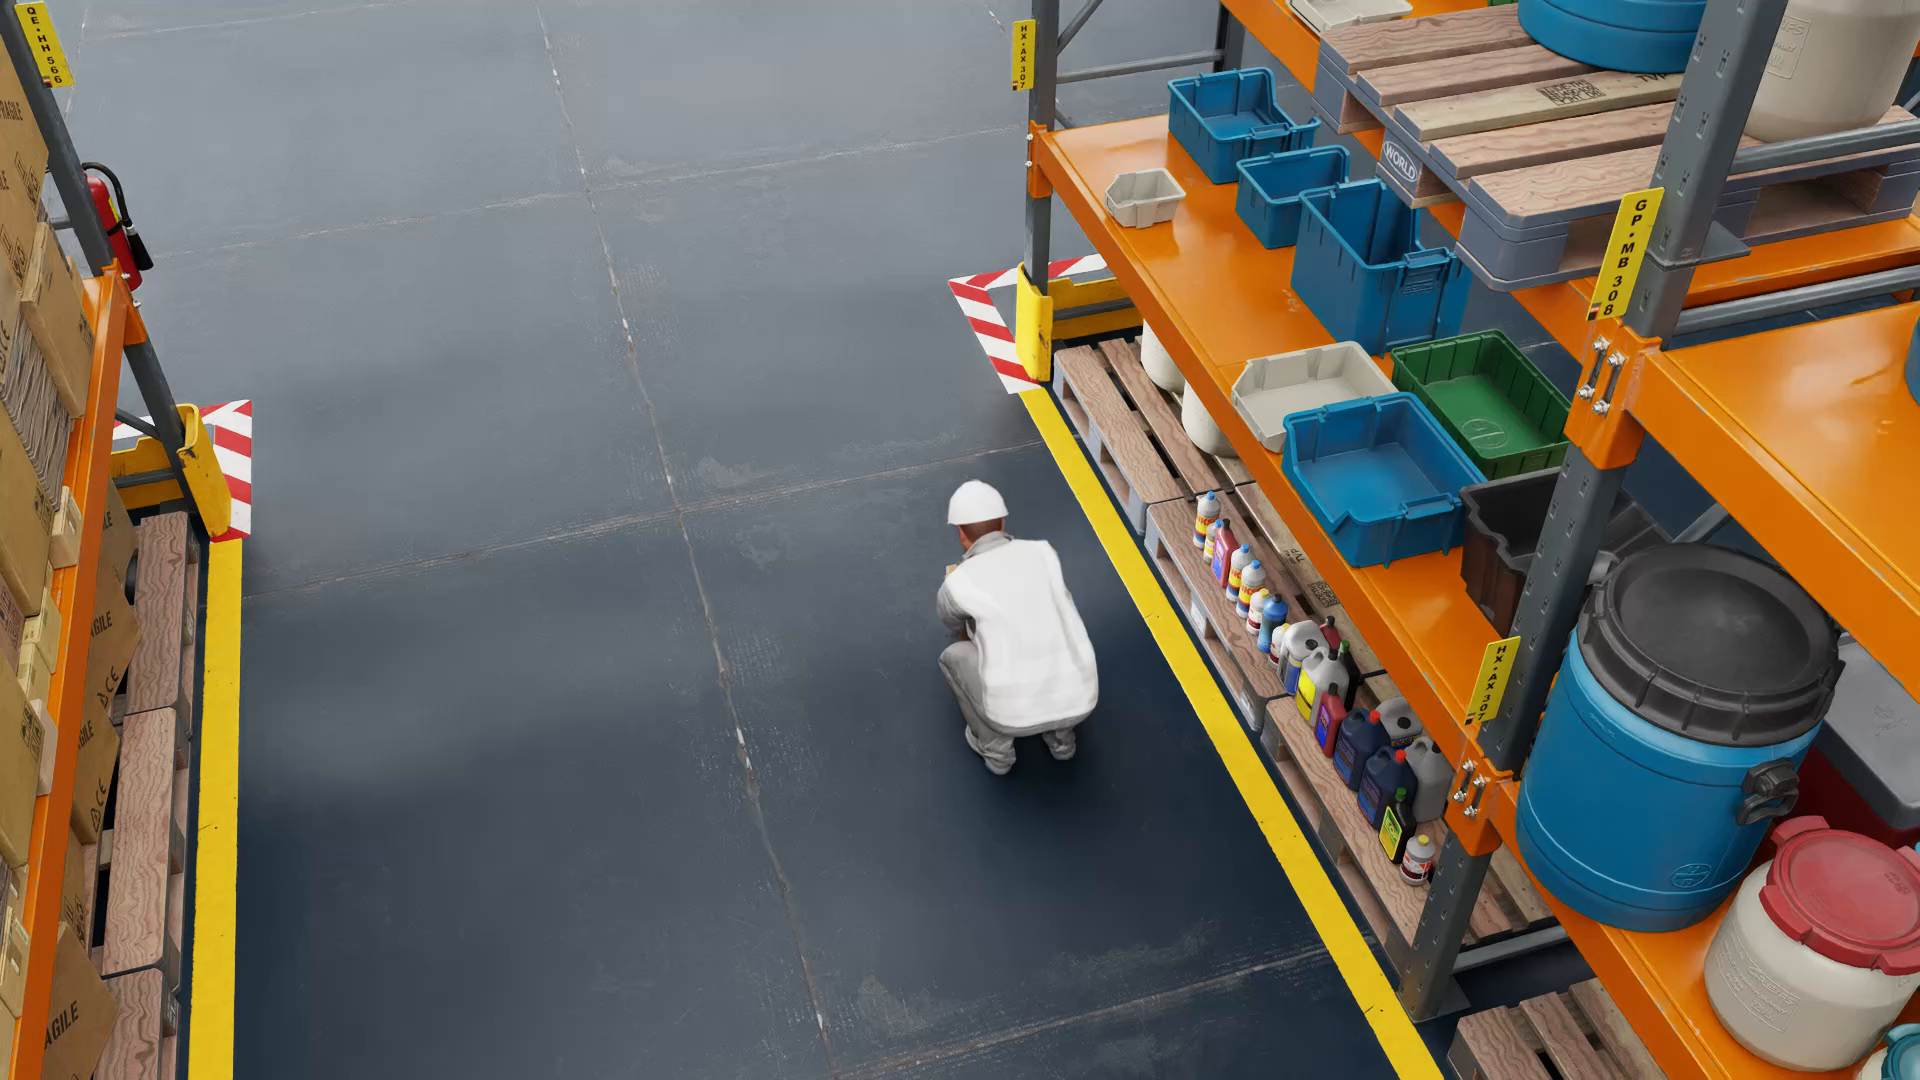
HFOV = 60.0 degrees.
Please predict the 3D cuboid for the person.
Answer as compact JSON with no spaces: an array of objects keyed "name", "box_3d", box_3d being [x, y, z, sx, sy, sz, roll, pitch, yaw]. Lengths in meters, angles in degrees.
[{"name":"person","box_3d":[0.195,0.340,6.345,0.526,1.008,0.879,-12,43,-13]}]
